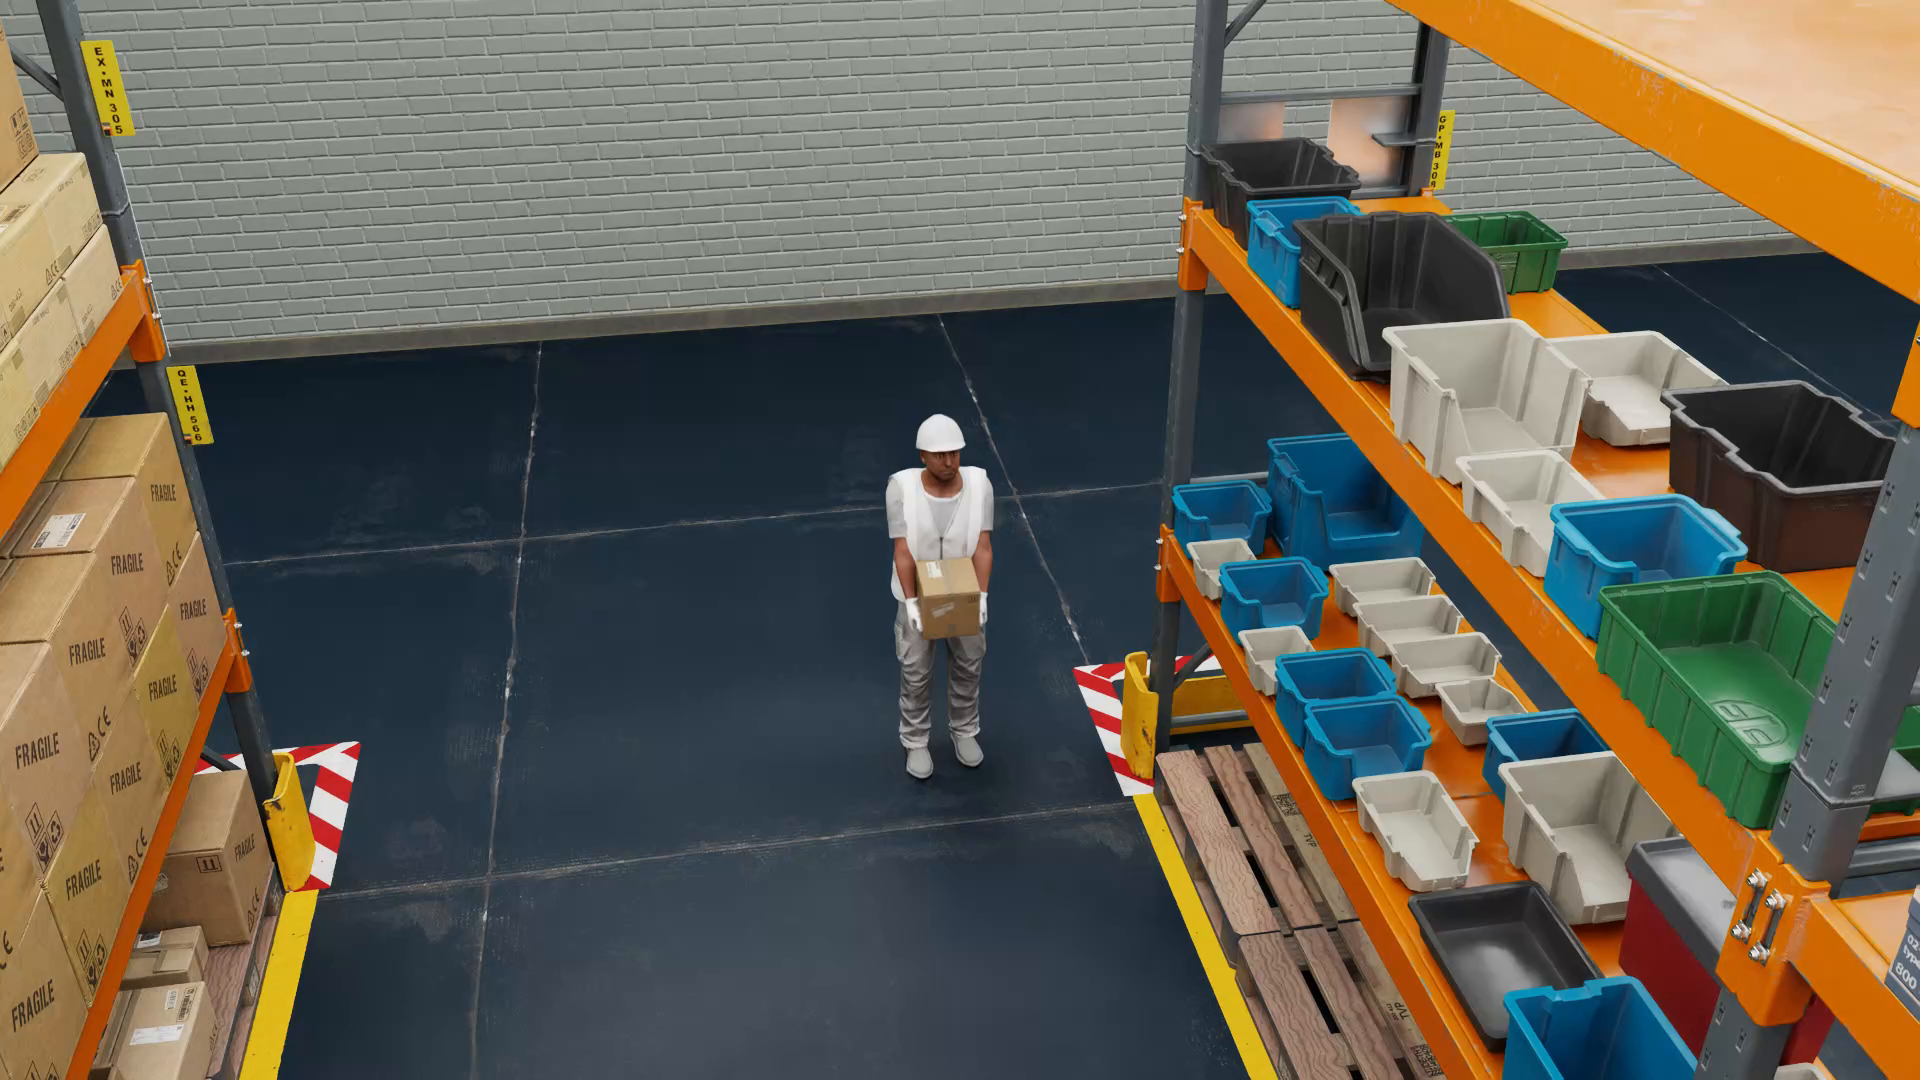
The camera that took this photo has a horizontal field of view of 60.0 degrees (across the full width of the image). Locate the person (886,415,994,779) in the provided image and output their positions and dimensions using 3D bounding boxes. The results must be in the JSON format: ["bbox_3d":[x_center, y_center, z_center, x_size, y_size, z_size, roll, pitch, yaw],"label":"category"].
[{"bbox_3d":[-0.070,0.300,7.611,0.488,1.779,0.569,-5,31,-8],"label":"person"}]
